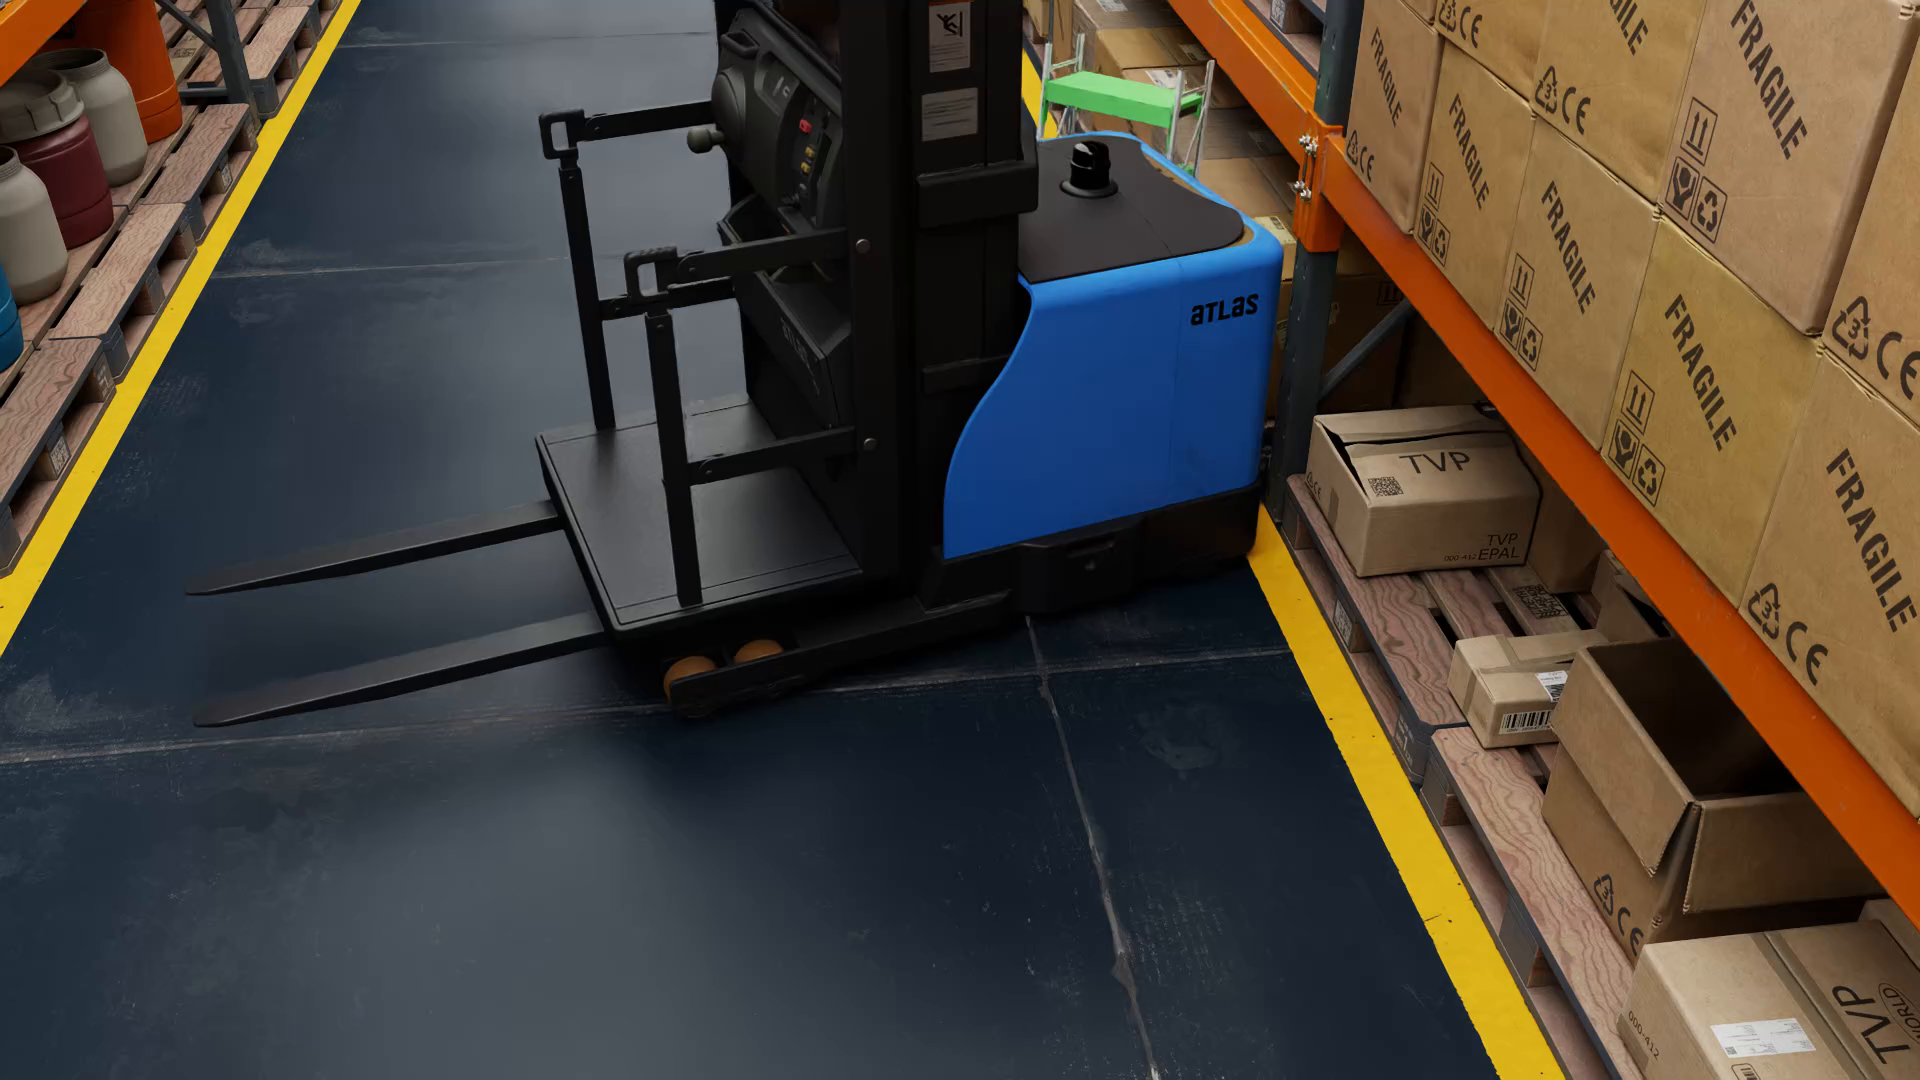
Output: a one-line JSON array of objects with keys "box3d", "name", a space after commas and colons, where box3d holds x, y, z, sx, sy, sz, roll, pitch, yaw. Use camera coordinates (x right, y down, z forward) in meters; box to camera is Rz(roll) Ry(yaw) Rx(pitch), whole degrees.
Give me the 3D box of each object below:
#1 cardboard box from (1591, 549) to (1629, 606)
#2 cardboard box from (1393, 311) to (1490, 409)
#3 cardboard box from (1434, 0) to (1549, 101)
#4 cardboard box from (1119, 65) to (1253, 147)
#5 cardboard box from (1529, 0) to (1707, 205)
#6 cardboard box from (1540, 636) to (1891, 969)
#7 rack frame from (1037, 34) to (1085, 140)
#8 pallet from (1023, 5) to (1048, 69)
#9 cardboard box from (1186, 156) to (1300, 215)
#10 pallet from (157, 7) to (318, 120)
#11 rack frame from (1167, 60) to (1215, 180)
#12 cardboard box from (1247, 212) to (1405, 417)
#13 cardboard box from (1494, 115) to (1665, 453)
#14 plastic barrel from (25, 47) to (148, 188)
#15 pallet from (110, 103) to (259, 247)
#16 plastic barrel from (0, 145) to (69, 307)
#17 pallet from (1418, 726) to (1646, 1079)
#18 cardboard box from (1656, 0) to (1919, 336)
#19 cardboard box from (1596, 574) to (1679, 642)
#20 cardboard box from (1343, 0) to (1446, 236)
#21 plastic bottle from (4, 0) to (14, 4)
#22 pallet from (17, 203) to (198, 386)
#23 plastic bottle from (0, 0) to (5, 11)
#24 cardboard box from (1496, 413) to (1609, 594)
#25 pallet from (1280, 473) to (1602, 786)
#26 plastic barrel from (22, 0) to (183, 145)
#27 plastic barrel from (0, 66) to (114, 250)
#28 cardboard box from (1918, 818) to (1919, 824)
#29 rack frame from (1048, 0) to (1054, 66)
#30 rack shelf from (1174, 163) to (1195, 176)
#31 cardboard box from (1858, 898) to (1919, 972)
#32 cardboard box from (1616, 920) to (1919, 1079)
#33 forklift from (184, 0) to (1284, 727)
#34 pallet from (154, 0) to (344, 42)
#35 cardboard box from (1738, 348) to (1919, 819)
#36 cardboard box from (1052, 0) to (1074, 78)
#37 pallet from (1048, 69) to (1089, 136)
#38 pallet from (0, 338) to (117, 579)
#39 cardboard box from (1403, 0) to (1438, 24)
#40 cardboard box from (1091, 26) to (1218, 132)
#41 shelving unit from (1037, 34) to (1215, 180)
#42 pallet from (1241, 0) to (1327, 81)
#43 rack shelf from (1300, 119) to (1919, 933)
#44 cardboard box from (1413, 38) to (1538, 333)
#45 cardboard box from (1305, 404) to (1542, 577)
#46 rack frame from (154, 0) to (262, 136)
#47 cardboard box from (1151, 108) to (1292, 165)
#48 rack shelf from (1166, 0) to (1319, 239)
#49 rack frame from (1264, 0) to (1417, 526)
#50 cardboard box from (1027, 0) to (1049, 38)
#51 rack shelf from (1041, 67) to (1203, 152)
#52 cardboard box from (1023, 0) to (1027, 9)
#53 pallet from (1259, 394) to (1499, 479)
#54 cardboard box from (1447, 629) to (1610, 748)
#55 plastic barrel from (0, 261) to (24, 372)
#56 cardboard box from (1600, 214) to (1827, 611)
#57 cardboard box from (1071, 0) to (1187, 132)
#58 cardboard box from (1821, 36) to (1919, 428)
[{"box3d": [1.962, 0.141, 4.521, 0.380, 0.149, 0.250, -4, 35, -6], "name": "cardboard box"}, {"box3d": [1.671, -0.794, 5.581, 0.500, 0.500, 0.500, -6, 35, -9], "name": "cardboard box"}, {"box3d": [1.349, -1.239, 3.428, 0.500, 0.500, 0.500, -5, 35, -8], "name": "cardboard box"}, {"box3d": [0.948, -1.599, 6.762, 0.500, 0.500, 0.500, -5, 35, -8], "name": "cardboard box"}, {"box3d": [1.417, -0.952, 3.007, 0.500, 0.500, 0.500, -5, 35, -8], "name": "cardboard box"}, {"box3d": [1.752, 0.541, 3.619, 0.797, 0.503, 0.637, -4, 35, -6], "name": "cardboard box"}, {"box3d": [0.310, -1.149, 5.845, 0.015, 1.200, 0.240, 20, 32, 27], "name": "rack frame"}, {"box3d": [0.884, -2.899, 9.317, 1.003, 0.211, 1.213, -4, 35, -6], "name": "pallet"}, {"box3d": [1.086, -1.036, 5.936, 0.500, 0.500, 0.500, -4, 35, -6], "name": "cardboard box"}, {"box3d": [-4.018, -2.499, 8.729, 1.003, 0.211, 1.213, -4, 35, -6], "name": "pallet"}, {"box3d": [0.718, -0.997, 5.624, 0.015, 1.200, 0.240, 20, 32, 27], "name": "rack frame"}, {"box3d": [1.144, -0.759, 5.530, 0.500, 0.500, 0.500, -5, 35, -7], "name": "cardboard box"}, {"box3d": [1.430, -0.528, 3.273, 0.500, 0.500, 0.500, -5, 35, -7], "name": "cardboard box"}, {"box3d": [-3.705, -1.781, 7.037, 0.421, 0.512, 0.421, 0, 34, 0], "name": "plastic barrel"}, {"box3d": [-3.805, -1.627, 7.450, 1.003, 0.211, 1.213, -4, 35, -6], "name": "pallet"}, {"box3d": [-3.553, -1.151, 6.112, 0.421, 0.512, 0.421, 0, 34, 0], "name": "plastic barrel"}, {"box3d": [1.753, 0.861, 3.799, 1.003, 0.211, 1.213, -4, 35, -6], "name": "pallet"}, {"box3d": [1.488, -0.664, 2.584, 0.500, 0.500, 0.500, -3, 34, -5], "name": "cardboard box"}, {"box3d": [1.953, 0.287, 4.162, 0.500, 0.311, 0.500, -4, 35, -6], "name": "cardboard box"}, {"box3d": [1.293, -1.093, 4.102, 0.500, 0.500, 0.500, -4, 34, -5], "name": "cardboard box"}, {"box3d": [-3.243, -1.931, 5.534, 0.097, 0.271, 0.097, 0, 34, 0], "name": "plastic bottle"}, {"box3d": [-3.644, -0.948, 6.453, 1.003, 0.211, 1.213, -4, 35, -6], "name": "pallet"}, {"box3d": [-3.255, -1.866, 5.434, 0.152, 0.276, 0.135, -4, 35, -6], "name": "plastic bottle"}, {"box3d": [1.852, -0.209, 4.723, 0.500, 0.500, 0.500, -4, 35, -6], "name": "cardboard box"}, {"box3d": [1.586, 0.179, 4.800, 1.003, 0.211, 1.213, -4, 35, -6], "name": "pallet"}, {"box3d": [-3.870, -2.221, 7.400, 0.600, 0.830, 0.708, -4, 35, -6], "name": "plastic barrel"}, {"box3d": [-3.718, -1.491, 6.543, 0.600, 0.588, 0.708, -4, 35, -6], "name": "plastic barrel"}, {"box3d": [1.629, 0.315, 2.035, 0.500, 0.500, 0.500, -4, 34, -6], "name": "cardboard box"}, {"box3d": [0.956, -3.589, 7.853, 1.000, 3.000, 0.127, -4, 35, -6], "name": "rack frame"}, {"box3d": [0.526, -1.227, 5.651, 0.480, 0.148, 0.258, 20, 32, 27], "name": "rack shelf"}, {"box3d": [2.106, 0.947, 3.248, 0.500, 0.250, 0.500, -4, 35, -6], "name": "cardboard box"}, {"box3d": [1.617, 1.013, 3.152, 0.500, 0.250, 0.500, -4, 35, -6], "name": "cardboard box"}, {"box3d": [-0.657, -1.065, 4.210, 3.031, 2.935, 1.130, -13, 36, -19], "name": "forklift"}, {"box3d": [-4.179, -3.178, 9.726, 1.003, 0.211, 1.213, -4, 35, -6], "name": "pallet"}, {"box3d": [1.567, 0.037, 2.444, 0.500, 0.500, 0.500, -4, 34, -6], "name": "cardboard box"}, {"box3d": [0.734, -2.462, 8.028, 0.500, 0.500, 0.500, -3, 34, -4], "name": "cardboard box"}, {"box3d": [1.019, -2.017, 8.023, 1.003, 0.211, 1.213, -4, 35, -6], "name": "pallet"}, {"box3d": [-3.477, -0.265, 5.452, 1.003, 0.211, 1.213, -4, 35, -6], "name": "pallet"}, {"box3d": [1.279, -1.527, 3.851, 0.500, 0.500, 0.500, -4, 34, -5], "name": "cardboard box"}, {"box3d": [0.873, -1.890, 7.189, 0.500, 0.500, 0.500, -5, 35, -7], "name": "cardboard box"}, {"box3d": [0.514, -1.073, 5.735, 0.503, 1.200, 0.258, 20, 32, 27], "name": "shelving unit"}, {"box3d": [1.495, -1.732, 5.298, 1.003, 0.211, 1.213, -4, 35, -6], "name": "pallet"}, {"box3d": [1.763, 0.056, 3.142, 1.077, 0.370, 4.000, -4, 35, -6], "name": "rack shelf"}, {"box3d": [1.365, -0.808, 3.683, 0.500, 0.500, 0.500, -4, 34, -6], "name": "cardboard box"}, {"box3d": [1.336, -0.177, 4.843, 0.500, 0.311, 0.500, -4, 35, -6], "name": "cardboard box"}, {"box3d": [-3.952, -3.216, 7.305, 1.000, 3.000, 0.127, -4, 35, -6], "name": "rack frame"}, {"box3d": [1.019, -1.316, 6.346, 0.500, 0.500, 0.500, -4, 34, -6], "name": "cardboard box"}, {"box3d": [1.225, -2.176, 6.418, 1.077, 0.370, 4.000, -4, 35, -6], "name": "rack shelf"}, {"box3d": [1.494, -1.357, 4.577, 1.000, 3.000, 0.127, -4, 35, -6], "name": "rack frame"}, {"box3d": [0.644, -2.901, 8.913, 0.500, 0.250, 0.500, -4, 34, -5], "name": "cardboard box"}, {"box3d": [0.543, -1.438, 5.537, 0.480, 0.148, 0.258, 20, 32, 27], "name": "rack shelf"}, {"box3d": [0.571, -3.189, 9.334, 0.500, 0.250, 0.500, -5, 35, -7], "name": "cardboard box"}, {"box3d": [1.348, -0.656, 6.025, 1.003, 0.211, 1.213, -4, 35, -6], "name": "pallet"}, {"box3d": [1.463, 0.365, 4.177, 0.380, 0.166, 0.250, -4, 35, -6], "name": "cardboard box"}, {"box3d": [-3.566, -0.990, 5.530, 0.600, 0.901, 0.708, -4, 35, -6], "name": "plastic barrel"}, {"box3d": [1.500, -0.245, 2.857, 0.500, 0.500, 0.500, -5, 35, -7], "name": "cardboard box"}, {"box3d": [0.810, -2.171, 7.600, 0.500, 0.500, 0.500, -6, 35, -8], "name": "cardboard box"}, {"box3d": [1.557, -0.378, 2.164, 0.500, 0.500, 0.500, -3, 34, -5], "name": "cardboard box"}]
